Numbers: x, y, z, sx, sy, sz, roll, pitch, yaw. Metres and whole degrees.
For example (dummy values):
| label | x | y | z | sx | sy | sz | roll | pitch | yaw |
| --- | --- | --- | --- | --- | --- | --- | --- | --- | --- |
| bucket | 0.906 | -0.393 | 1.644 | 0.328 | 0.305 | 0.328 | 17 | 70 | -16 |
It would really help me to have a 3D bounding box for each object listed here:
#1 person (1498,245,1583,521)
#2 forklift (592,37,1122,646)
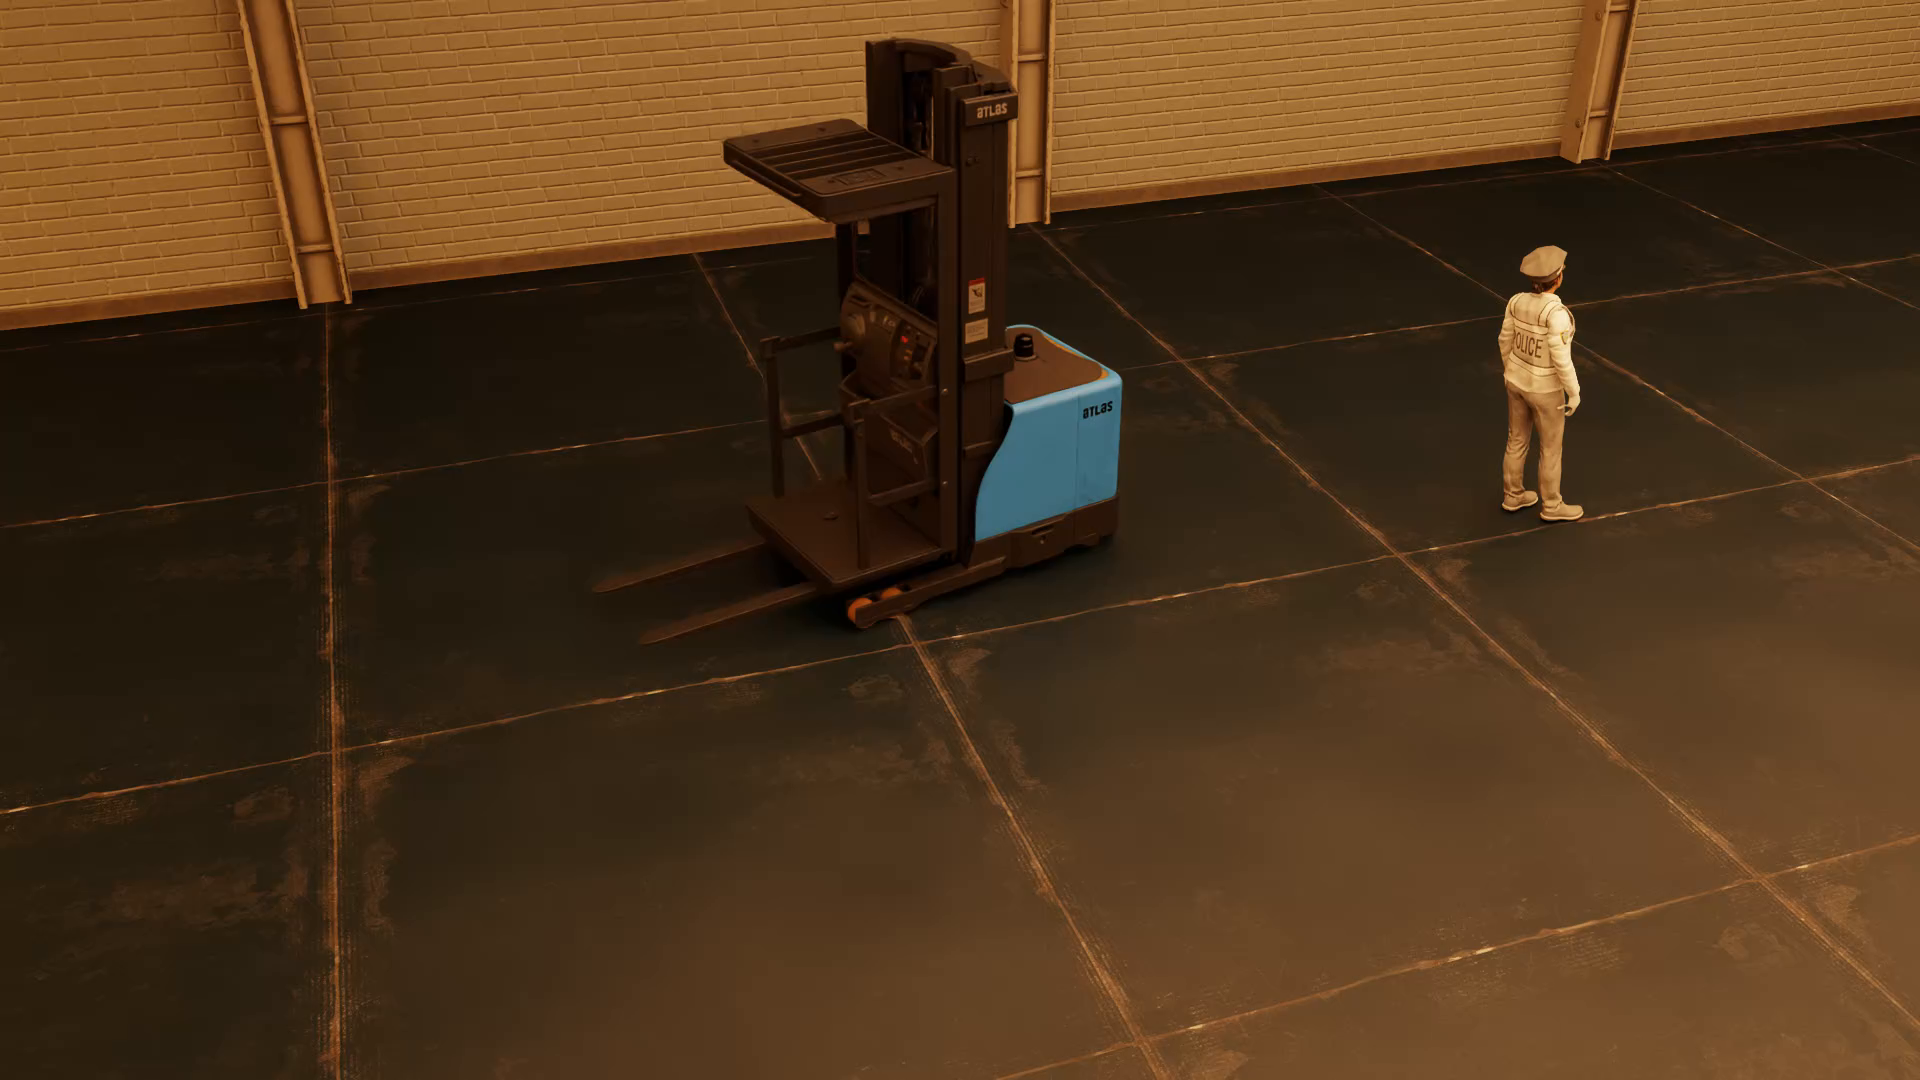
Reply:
| label | x | y | z | sx | sy | sz | roll | pitch | yaw |
| --- | --- | --- | --- | --- | --- | --- | --- | --- | --- |
| person | 3.495 | -0.941 | 9.949 | 0.533 | 1.697 | 0.588 | -15 | 33 | -24 |
| forklift | -0.570 | -1.082 | 8.968 | 3.031 | 2.935 | 1.130 | -18 | 34 | -28 |
